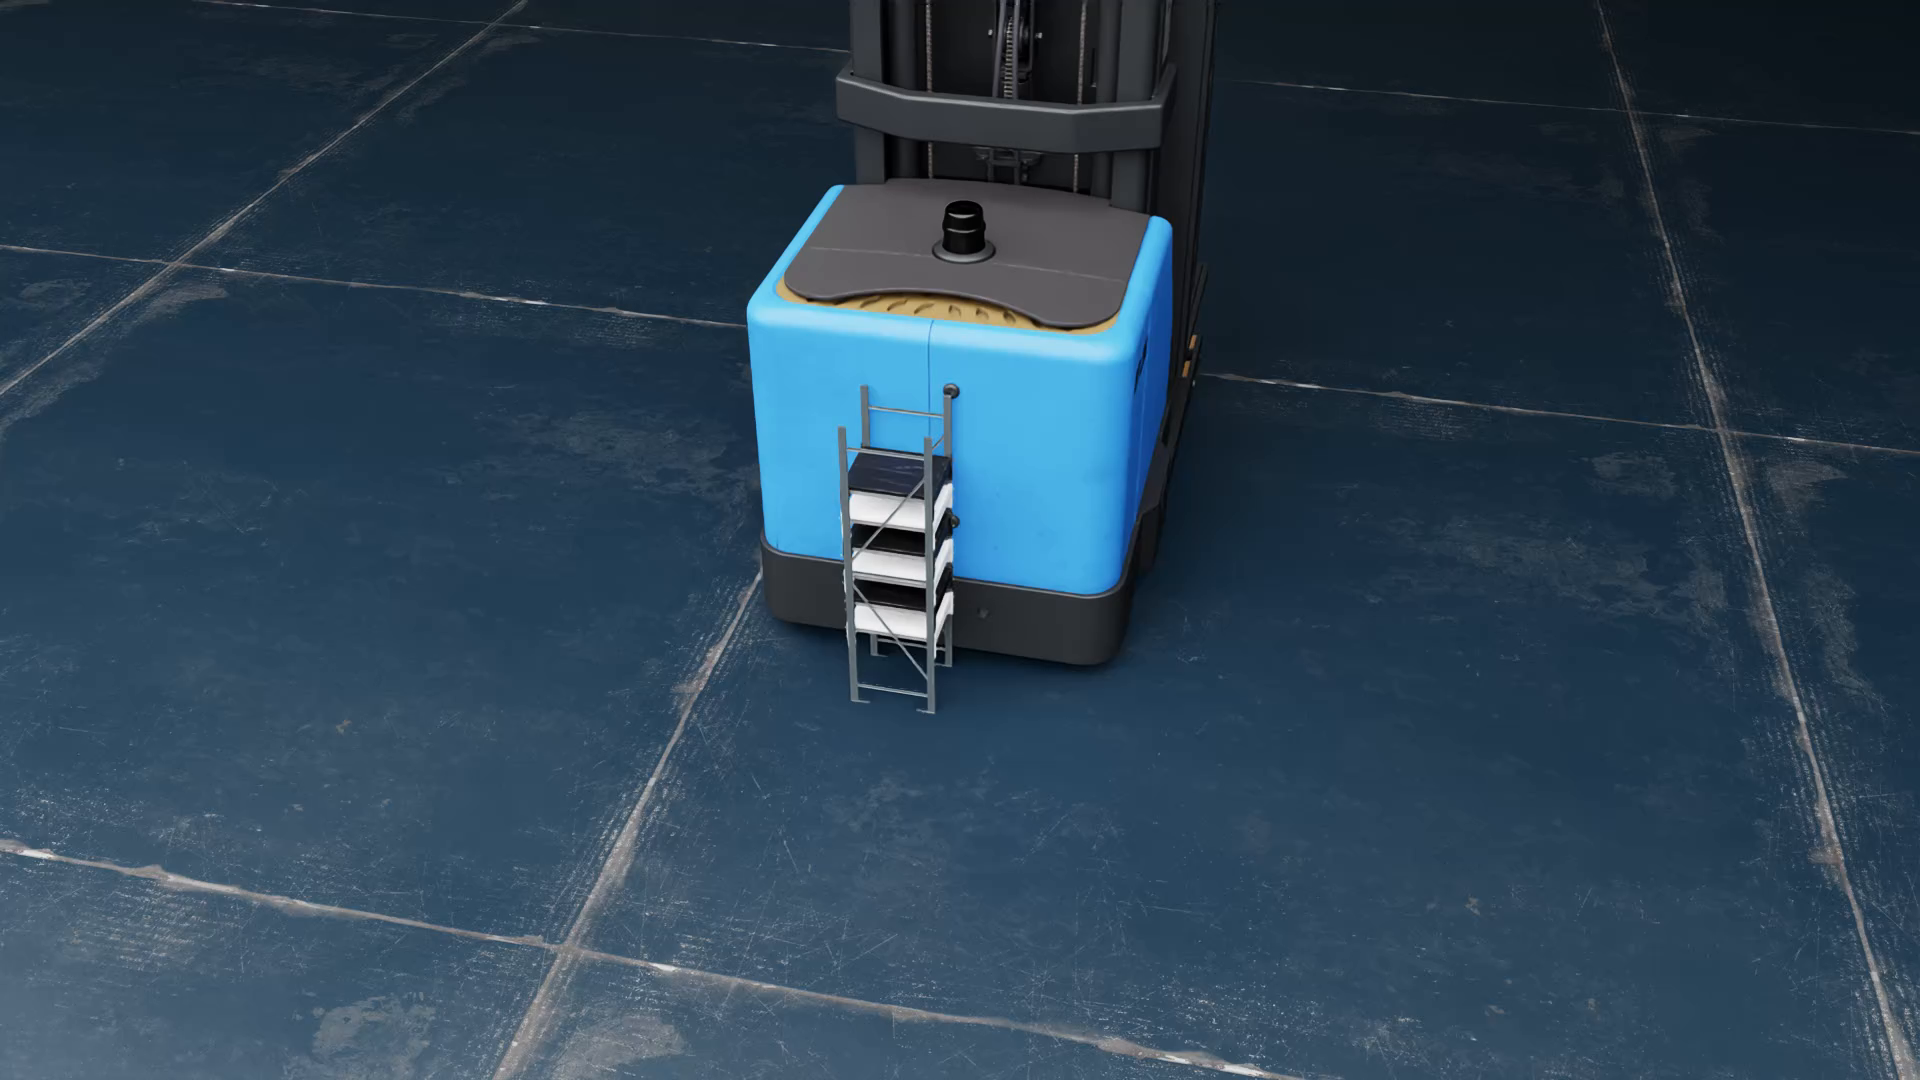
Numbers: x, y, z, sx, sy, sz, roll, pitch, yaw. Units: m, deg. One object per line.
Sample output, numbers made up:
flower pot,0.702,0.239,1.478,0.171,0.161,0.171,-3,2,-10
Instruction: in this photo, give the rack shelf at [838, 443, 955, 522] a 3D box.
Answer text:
rack shelf,-0.162,-0.150,4.287,0.258,0.077,0.200,8,37,11

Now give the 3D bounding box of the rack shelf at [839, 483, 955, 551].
rack shelf,-0.162,-0.078,4.340,0.258,0.077,0.200,8,37,11

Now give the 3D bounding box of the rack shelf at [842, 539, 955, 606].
rack shelf,-0.162,0.068,4.446,0.258,0.077,0.200,8,37,11

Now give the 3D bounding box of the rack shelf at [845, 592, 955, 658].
rack shelf,-0.162,0.214,4.551,0.258,0.077,0.200,8,37,11

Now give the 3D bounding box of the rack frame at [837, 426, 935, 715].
rack frame,-0.185,0.099,4.346,0.240,0.900,0.006,8,37,11

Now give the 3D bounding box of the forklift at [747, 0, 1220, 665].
forklift,0.266,-1.701,5.099,1.130,2.935,3.031,8,37,11

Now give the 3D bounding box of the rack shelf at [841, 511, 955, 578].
rack shelf,-0.162,-0.005,4.393,0.258,0.077,0.200,8,37,11

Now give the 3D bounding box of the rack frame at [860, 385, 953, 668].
rack frame,-0.139,-0.017,4.506,0.240,0.900,0.006,8,37,11

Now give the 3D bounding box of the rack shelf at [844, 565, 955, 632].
rack shelf,-0.162,0.141,4.499,0.258,0.077,0.200,8,37,11

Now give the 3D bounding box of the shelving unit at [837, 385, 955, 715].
shelving unit,-0.162,0.041,4.426,0.258,0.900,0.210,8,37,11
